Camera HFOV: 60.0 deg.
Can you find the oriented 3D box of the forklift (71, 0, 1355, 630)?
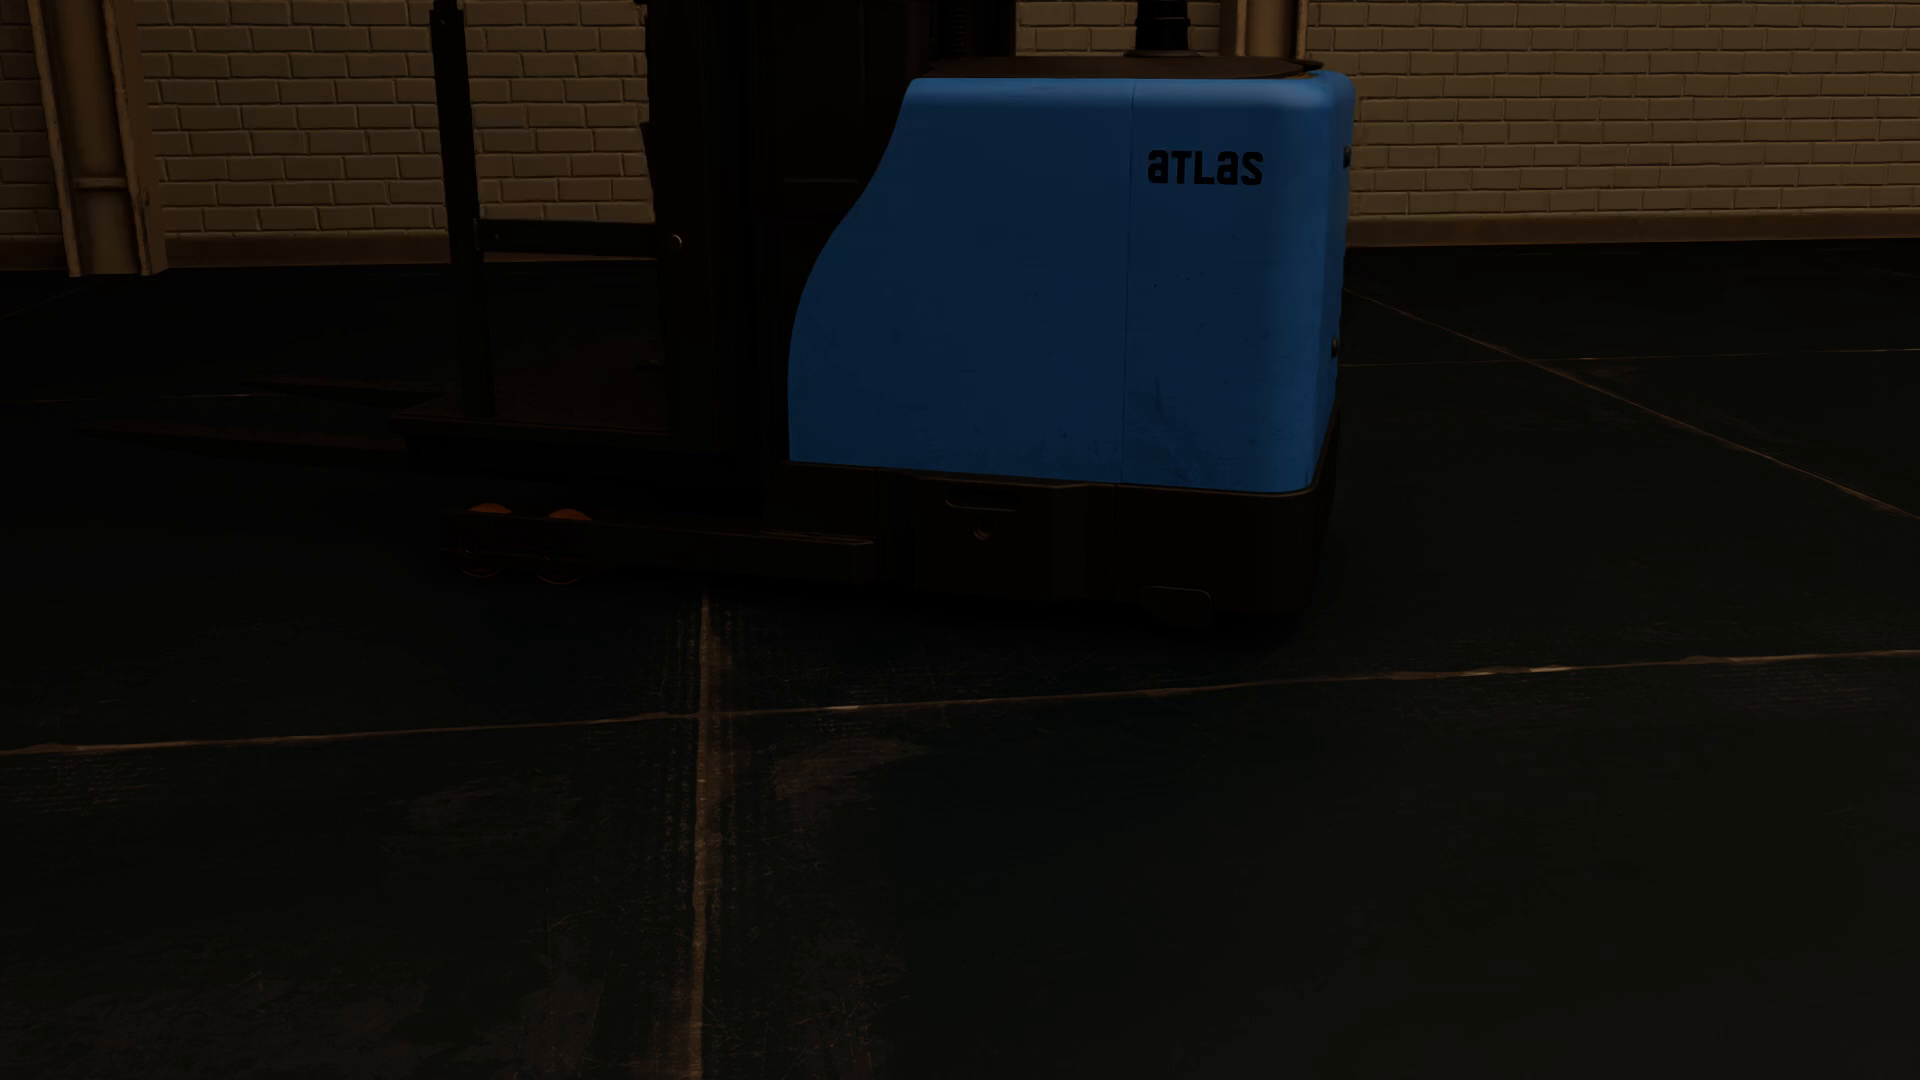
[{"bbox_3d":[-0.654,-1.444,3.677,3.031,2.935,1.130,5,17,15],"label":"forklift"}]
